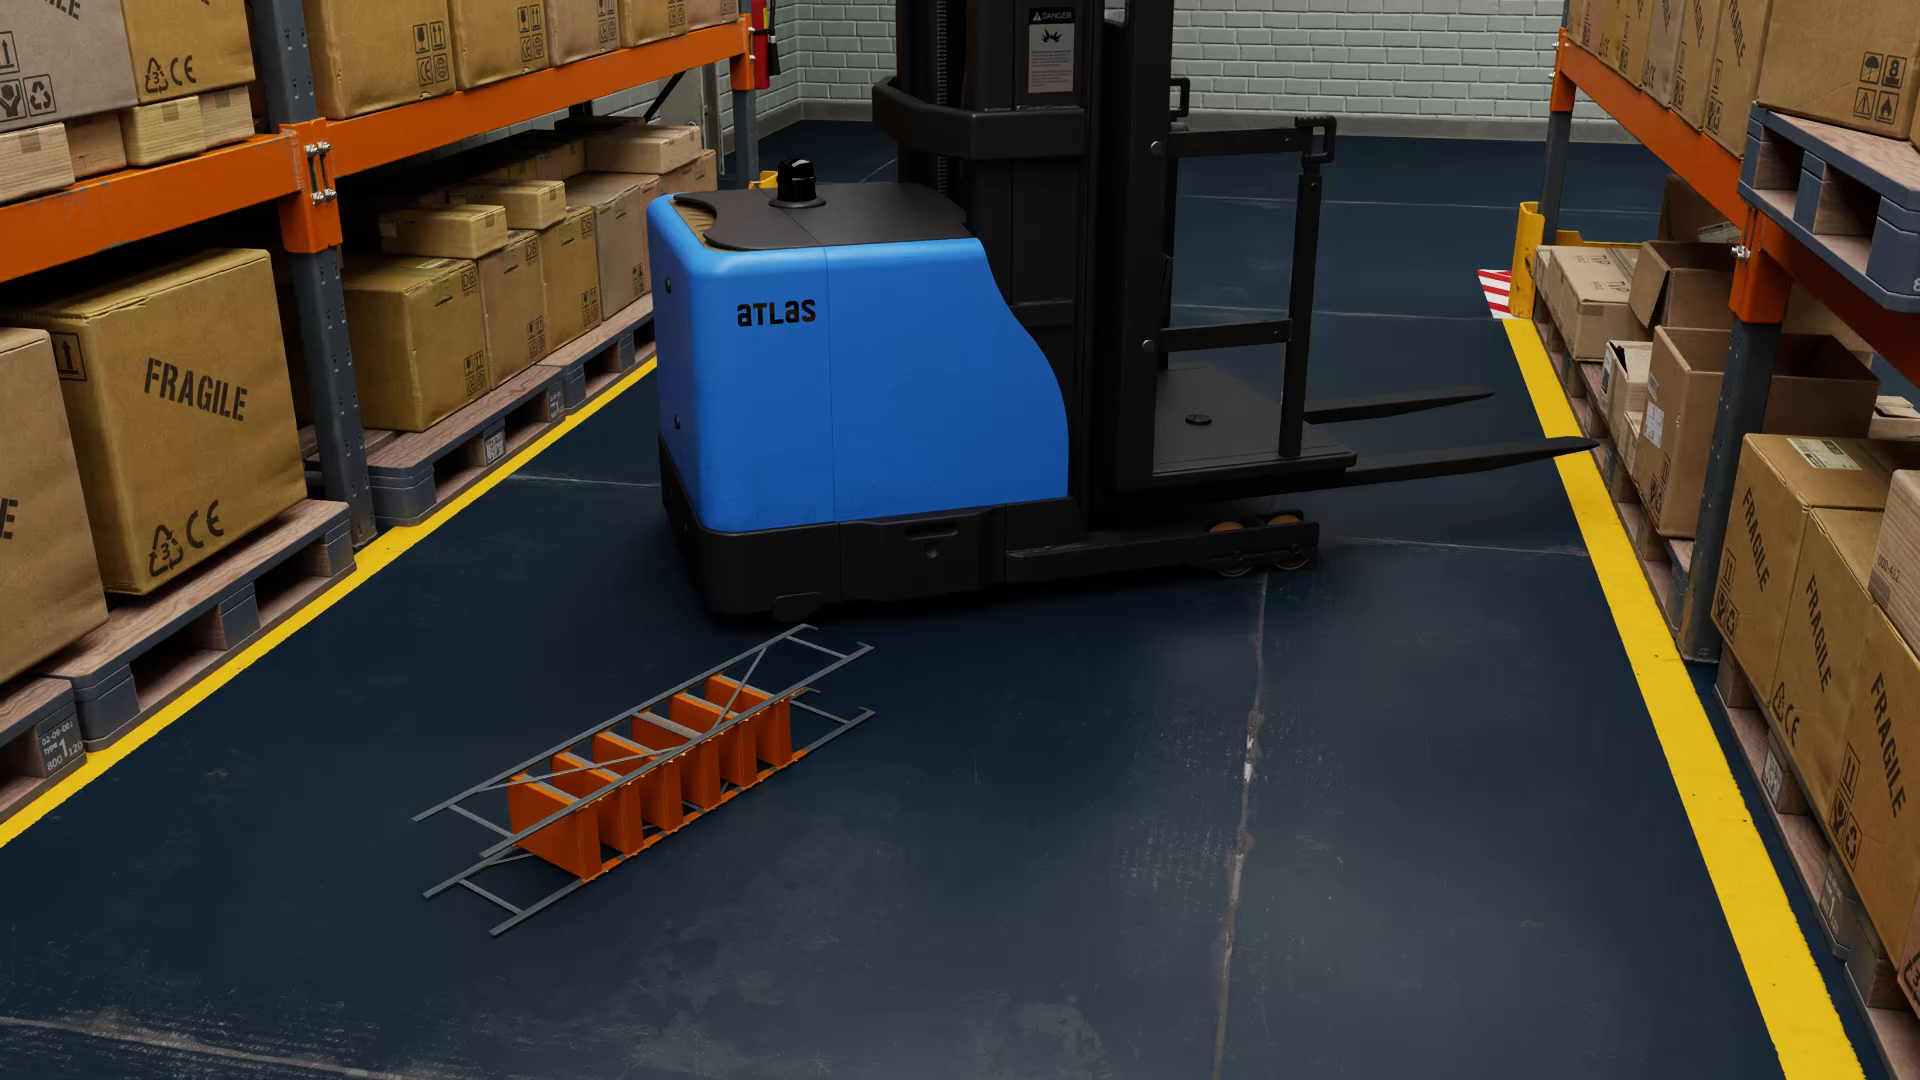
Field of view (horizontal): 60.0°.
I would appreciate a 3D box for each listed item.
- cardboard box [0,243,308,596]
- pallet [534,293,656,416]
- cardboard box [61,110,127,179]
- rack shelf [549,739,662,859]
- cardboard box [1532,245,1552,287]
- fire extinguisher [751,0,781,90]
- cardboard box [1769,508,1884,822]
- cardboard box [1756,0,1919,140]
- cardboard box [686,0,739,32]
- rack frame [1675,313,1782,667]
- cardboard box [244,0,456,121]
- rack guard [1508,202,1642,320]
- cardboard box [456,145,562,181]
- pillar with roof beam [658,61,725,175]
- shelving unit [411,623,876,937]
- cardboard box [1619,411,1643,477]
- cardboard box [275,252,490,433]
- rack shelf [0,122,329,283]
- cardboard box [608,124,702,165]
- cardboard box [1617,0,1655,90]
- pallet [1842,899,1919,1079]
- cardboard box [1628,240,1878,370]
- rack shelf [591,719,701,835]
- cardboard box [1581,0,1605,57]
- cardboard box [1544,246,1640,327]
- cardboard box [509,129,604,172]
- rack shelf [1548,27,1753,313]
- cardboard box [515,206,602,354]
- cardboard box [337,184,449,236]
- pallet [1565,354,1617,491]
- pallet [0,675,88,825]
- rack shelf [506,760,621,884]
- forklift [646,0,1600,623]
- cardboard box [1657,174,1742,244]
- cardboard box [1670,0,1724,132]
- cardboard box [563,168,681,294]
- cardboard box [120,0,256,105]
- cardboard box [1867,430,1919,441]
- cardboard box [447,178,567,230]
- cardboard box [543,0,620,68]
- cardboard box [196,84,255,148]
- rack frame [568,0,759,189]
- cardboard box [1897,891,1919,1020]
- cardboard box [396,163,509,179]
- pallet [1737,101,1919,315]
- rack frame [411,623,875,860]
[{"bbox_3d":[-2.388,-0.366,4.561,0.750,0.750,0.750,5,22,12],"label":"cardboard box"},{"bbox_3d":[-1.904,-0.842,7.161,1.003,0.211,1.213,4,22,11],"label":"pallet"},{"bbox_3d":[-2.299,-0.978,4.075,0.380,0.149,0.250,5,23,13],"label":"cardboard box"},{"bbox_3d":[-0.790,0.567,3.687,0.258,0.180,0.103,16,27,34],"label":"rack shelf"},{"bbox_3d":[2.862,-1.257,7.686,0.380,0.149,0.250,4,22,11],"label":"cardboard box"},{"bbox_3d":[-1.083,-2.690,8.619,0.296,0.674,0.183,4,22,11],"label":"fire extinguisher"},{"bbox_3d":[2.033,0.270,3.424,0.500,0.500,0.500,5,22,12],"label":"cardboard box"},{"bbox_3d":[2.152,-1.124,3.434,0.700,0.500,0.500,-3,22,-7],"label":"cardboard box"},{"bbox_3d":[-1.660,-2.830,7.964,0.980,0.700,0.700,5,23,13],"label":"cardboard box"},{"bbox_3d":[2.468,-1.039,3.919,1.000,3.000,0.127,4,22,11],"label":"rack frame"},{"bbox_3d":[-2.256,-1.752,5.287,0.980,0.700,0.700,5,22,12],"label":"cardboard box"},{"bbox_3d":[3.269,-1.315,7.949,1.175,0.500,0.348,4,22,11],"label":"rack guard"},{"bbox_3d":[-1.987,-1.642,7.331,0.380,0.149,0.250,5,22,12],"label":"cardboard box"},{"bbox_3d":[2.353,-6.386,9.165,9.100,9.000,0.400,4,22,11],"label":"pillar with roof beam"},{"bbox_3d":[-0.672,0.509,3.832,0.258,0.189,1.200,16,27,34],"label":"shelving unit"},{"bbox_3d":[2.324,-0.293,5.292,0.380,0.149,0.250,4,22,11],"label":"cardboard box"},{"bbox_3d":[-2.129,-0.716,5.901,0.700,0.500,0.500,5,22,12],"label":"cardboard box"},{"bbox_3d":[-2.790,-0.350,3.171,1.077,0.370,4.000,4,22,11],"label":"rack shelf"},{"bbox_3d":[-1.459,-1.890,7.947,0.380,0.149,0.250,4,22,10],"label":"cardboard box"},{"bbox_3d":[2.627,-1.851,5.801,0.500,0.500,0.500,5,22,12],"label":"cardboard box"},{"bbox_3d":[2.092,1.002,2.583,1.003,0.211,1.213,4,22,11],"label":"pallet"},{"bbox_3d":[2.846,-0.773,6.010,0.797,0.503,0.637,4,22,11],"label":"cardboard box"},{"bbox_3d":[-0.718,0.531,3.776,0.258,0.180,0.103,16,27,34],"label":"rack shelf"},{"bbox_3d":[2.835,-2.217,6.710,0.500,0.500,0.500,4,22,10],"label":"cardboard box"},{"bbox_3d":[2.794,-1.071,7.089,0.500,0.250,0.500,4,22,11],"label":"cardboard box"},{"bbox_3d":[-1.884,-1.827,7.789,0.380,0.149,0.250,5,22,11],"label":"cardboard box"},{"bbox_3d":[2.876,-1.437,5.869,1.077,0.370,4.000,4,22,11],"label":"rack shelf"},{"bbox_3d":[-1.917,-1.088,6.823,0.700,0.500,0.500,5,22,12],"label":"cardboard box"},{"bbox_3d":[-2.195,-1.269,6.404,0.380,0.149,0.250,4,22,9],"label":"cardboard box"},{"bbox_3d":[2.856,-0.444,6.174,1.003,0.211,1.213,4,22,11],"label":"pallet"},{"bbox_3d":[-2.713,0.613,3.548,1.003,0.211,1.213,4,22,11],"label":"pallet"},{"bbox_3d":[-0.862,0.603,3.598,0.258,0.180,0.103,16,27,34],"label":"rack shelf"},{"bbox_3d":[0.596,-1.428,4.975,3.031,2.935,1.130,-7,23,-16],"label":"forklift"},{"bbox_3d":[3.414,-1.329,7.396,0.500,0.500,0.500,4,22,11],"label":"cardboard box"},{"bbox_3d":[2.423,-1.477,4.871,0.500,0.500,0.500,5,22,12],"label":"cardboard box"},{"bbox_3d":[-1.713,-1.467,7.765,0.700,0.500,0.500,4,22,11],"label":"cardboard box"},{"bbox_3d":[-2.230,-1.421,4.308,0.500,0.500,0.500,4,22,10],"label":"cardboard box"},{"bbox_3d":[2.765,-0.133,4.679,0.500,0.311,0.500,4,22,11],"label":"cardboard box"},{"bbox_3d":[-1.774,-1.320,6.531,0.380,0.149,0.250,4,22,9],"label":"cardboard box"},{"bbox_3d":[-1.962,-2.285,6.611,0.980,0.700,0.700,3,22,8],"label":"cardboard box"},{"bbox_3d":[-2.174,-1.163,4.536,0.380,0.149,0.250,5,22,11],"label":"cardboard box"},{"bbox_3d":[-1.566,-2.878,8.485,1.000,3.000,0.127,4,22,11],"label":"rack frame"},{"bbox_3d":[1.820,0.637,2.513,0.500,0.500,0.500,4,22,9],"label":"cardboard box"},{"bbox_3d":[-2.090,-1.456,6.868,0.380,0.149,0.250,4,22,10],"label":"cardboard box"},{"bbox_3d":[2.198,-0.666,3.250,1.003,0.211,1.213,4,22,11],"label":"pallet"},{"bbox_3d":[-0.672,0.424,3.797,0.240,0.006,1.200,16,27,34],"label":"rack frame"}]
